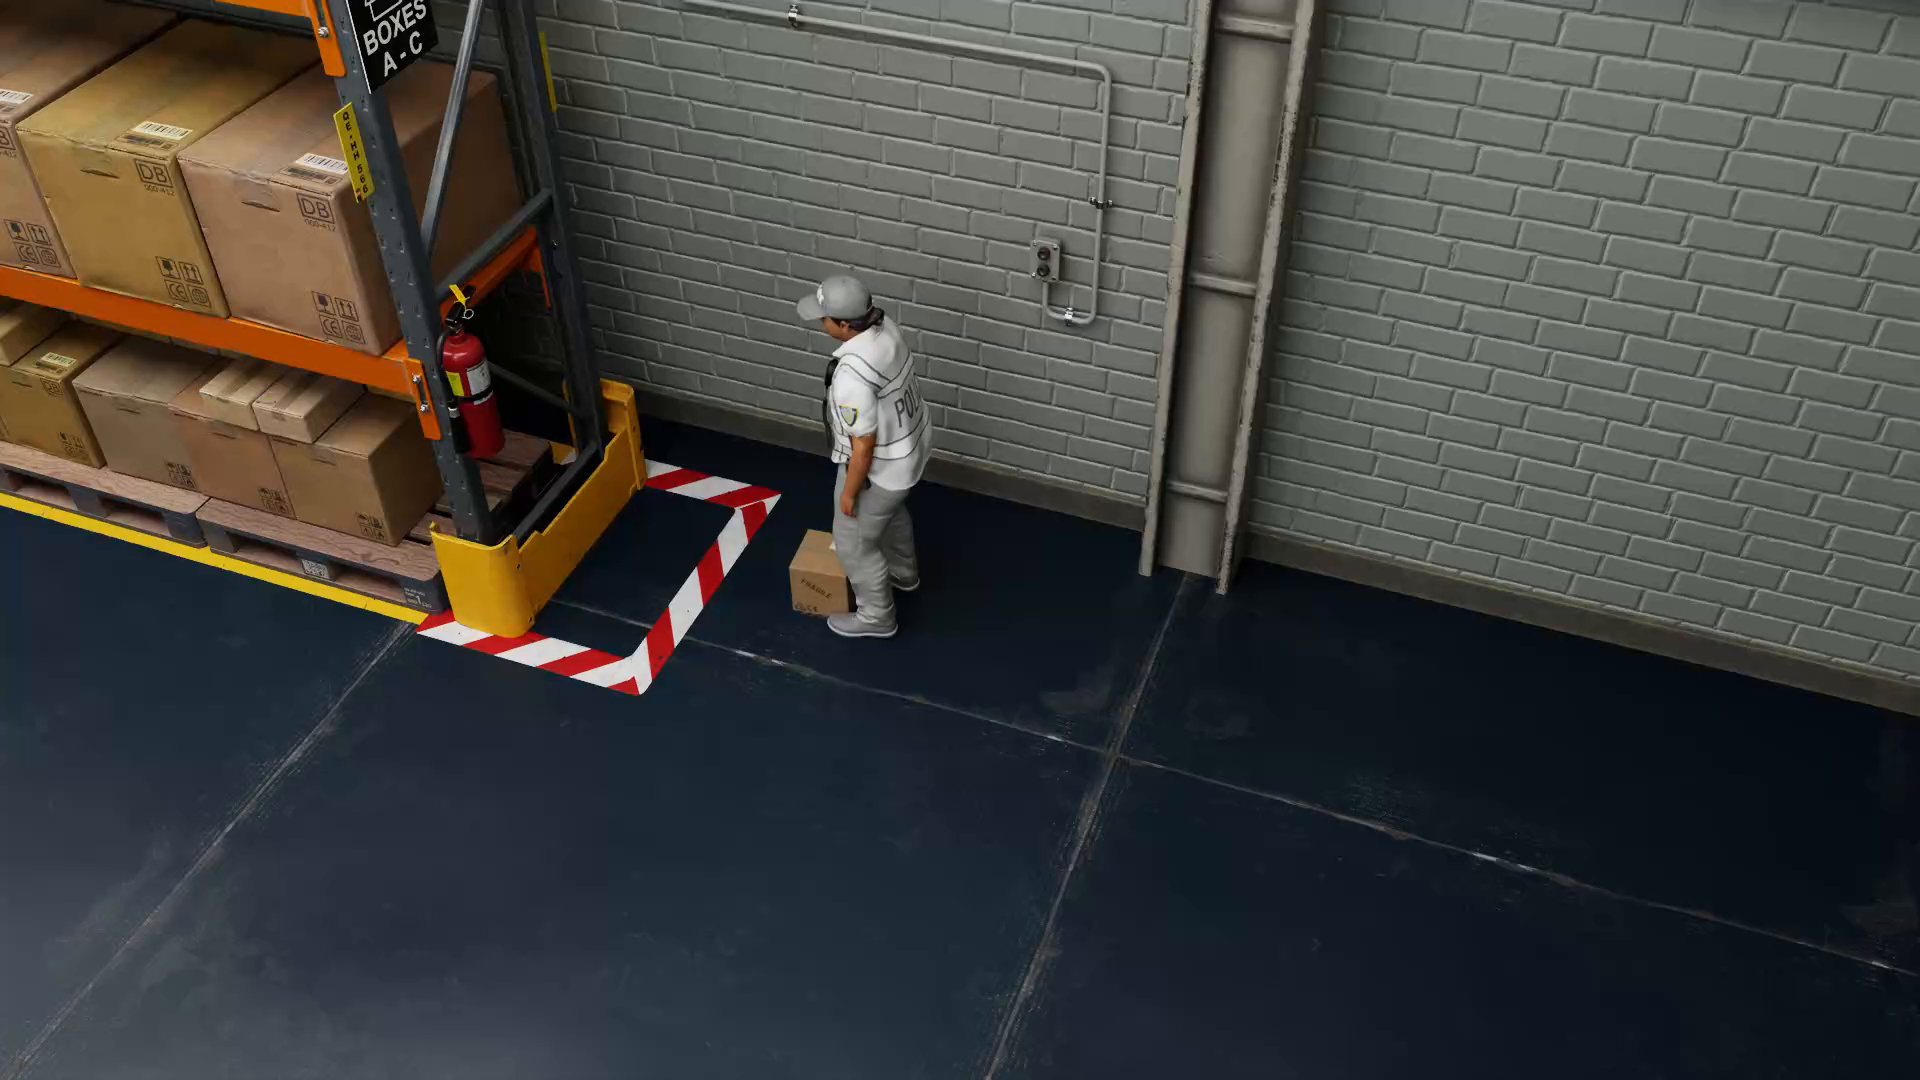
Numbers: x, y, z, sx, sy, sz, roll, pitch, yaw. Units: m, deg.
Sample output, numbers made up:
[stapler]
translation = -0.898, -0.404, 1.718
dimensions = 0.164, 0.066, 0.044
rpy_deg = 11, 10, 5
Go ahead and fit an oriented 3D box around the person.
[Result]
[person]
translation = -0.355, -0.331, 6.526
dimensions = 0.468, 1.665, 0.557
rpy_deg = 11, 43, 12
